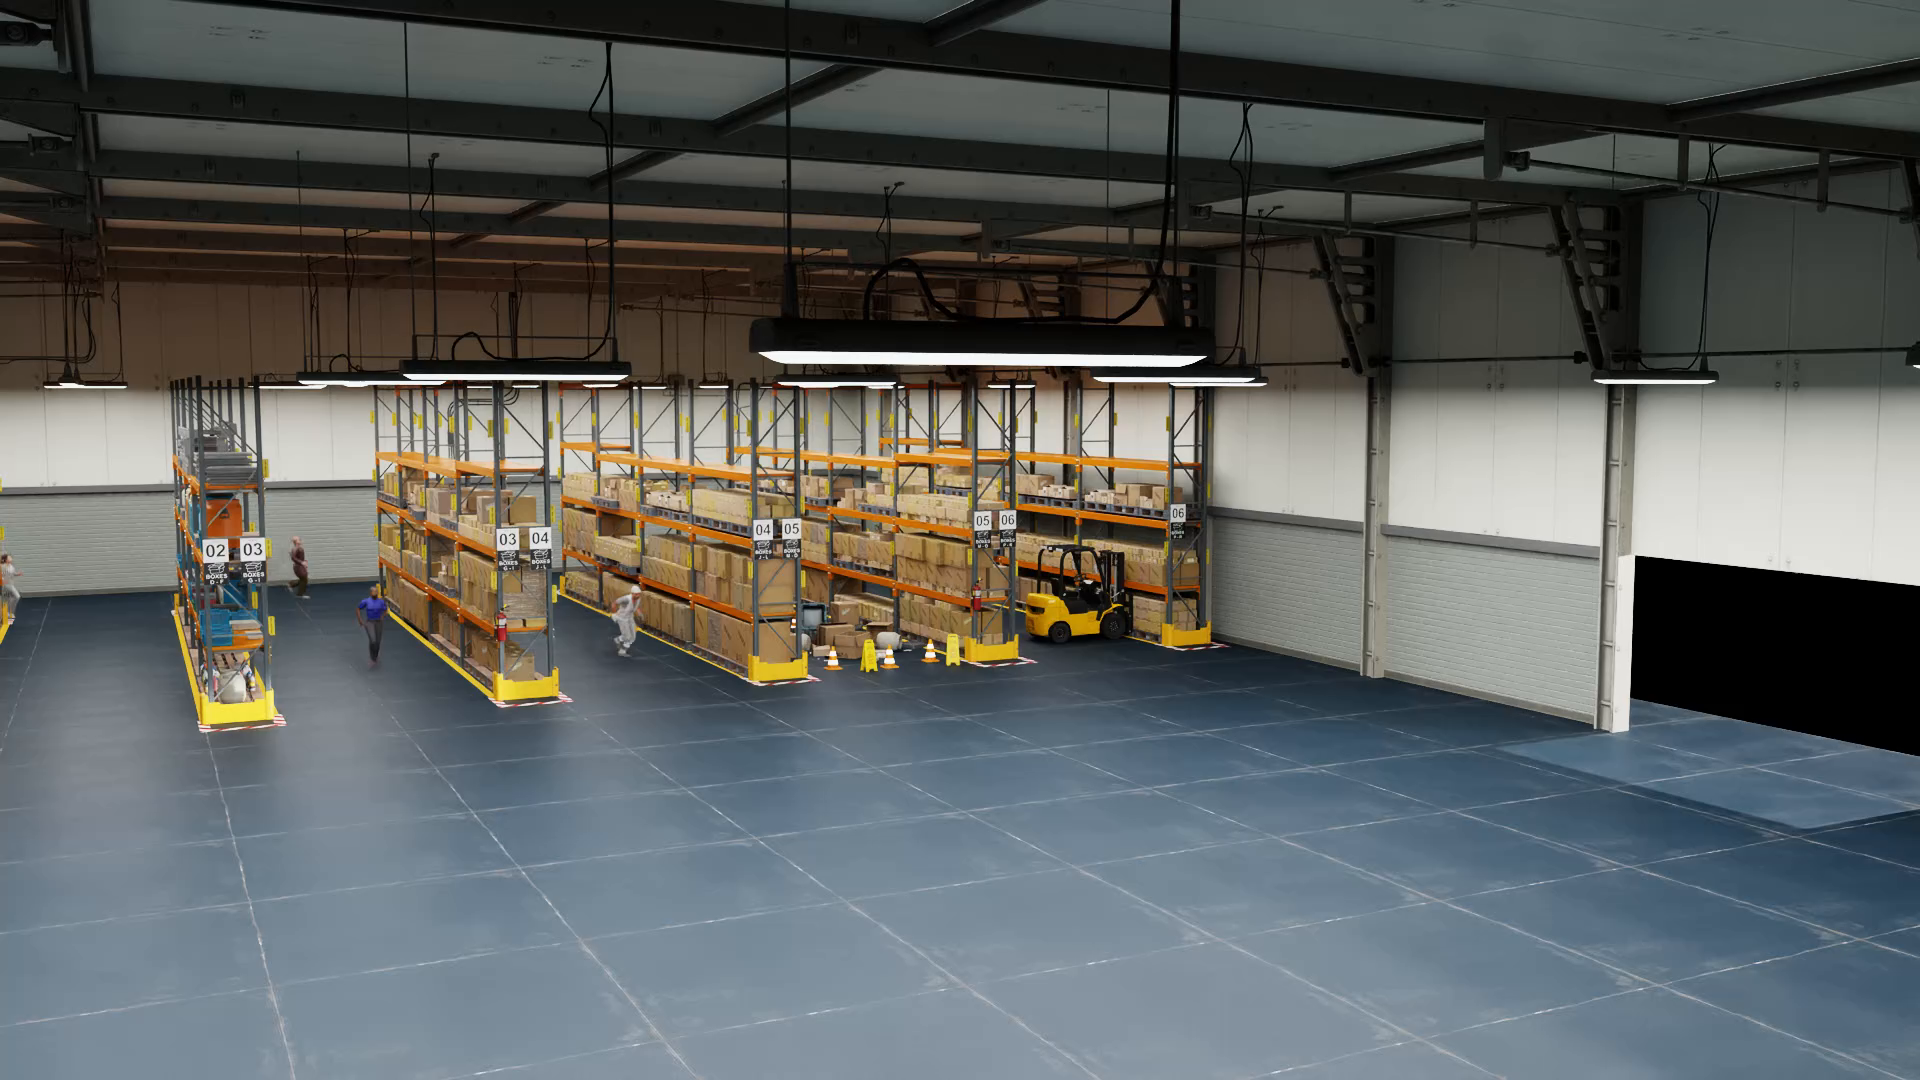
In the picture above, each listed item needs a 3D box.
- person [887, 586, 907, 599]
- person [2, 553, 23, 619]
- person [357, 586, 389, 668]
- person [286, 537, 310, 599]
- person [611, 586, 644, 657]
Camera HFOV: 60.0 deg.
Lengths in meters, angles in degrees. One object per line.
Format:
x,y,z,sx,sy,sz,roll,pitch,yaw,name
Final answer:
-1.627,0.935,43.649,0.619,1.544,0.886,-3,6,-32,person
-24.018,1.177,41.970,0.678,1.691,0.553,-1,5,-9,person
-12.242,1.878,34.754,0.586,1.620,0.706,-4,6,-37,person
-18.379,0.771,46.081,0.643,1.738,0.712,-1,5,-14,person
-7.189,1.753,35.833,0.896,1.573,0.686,4,6,38,person
